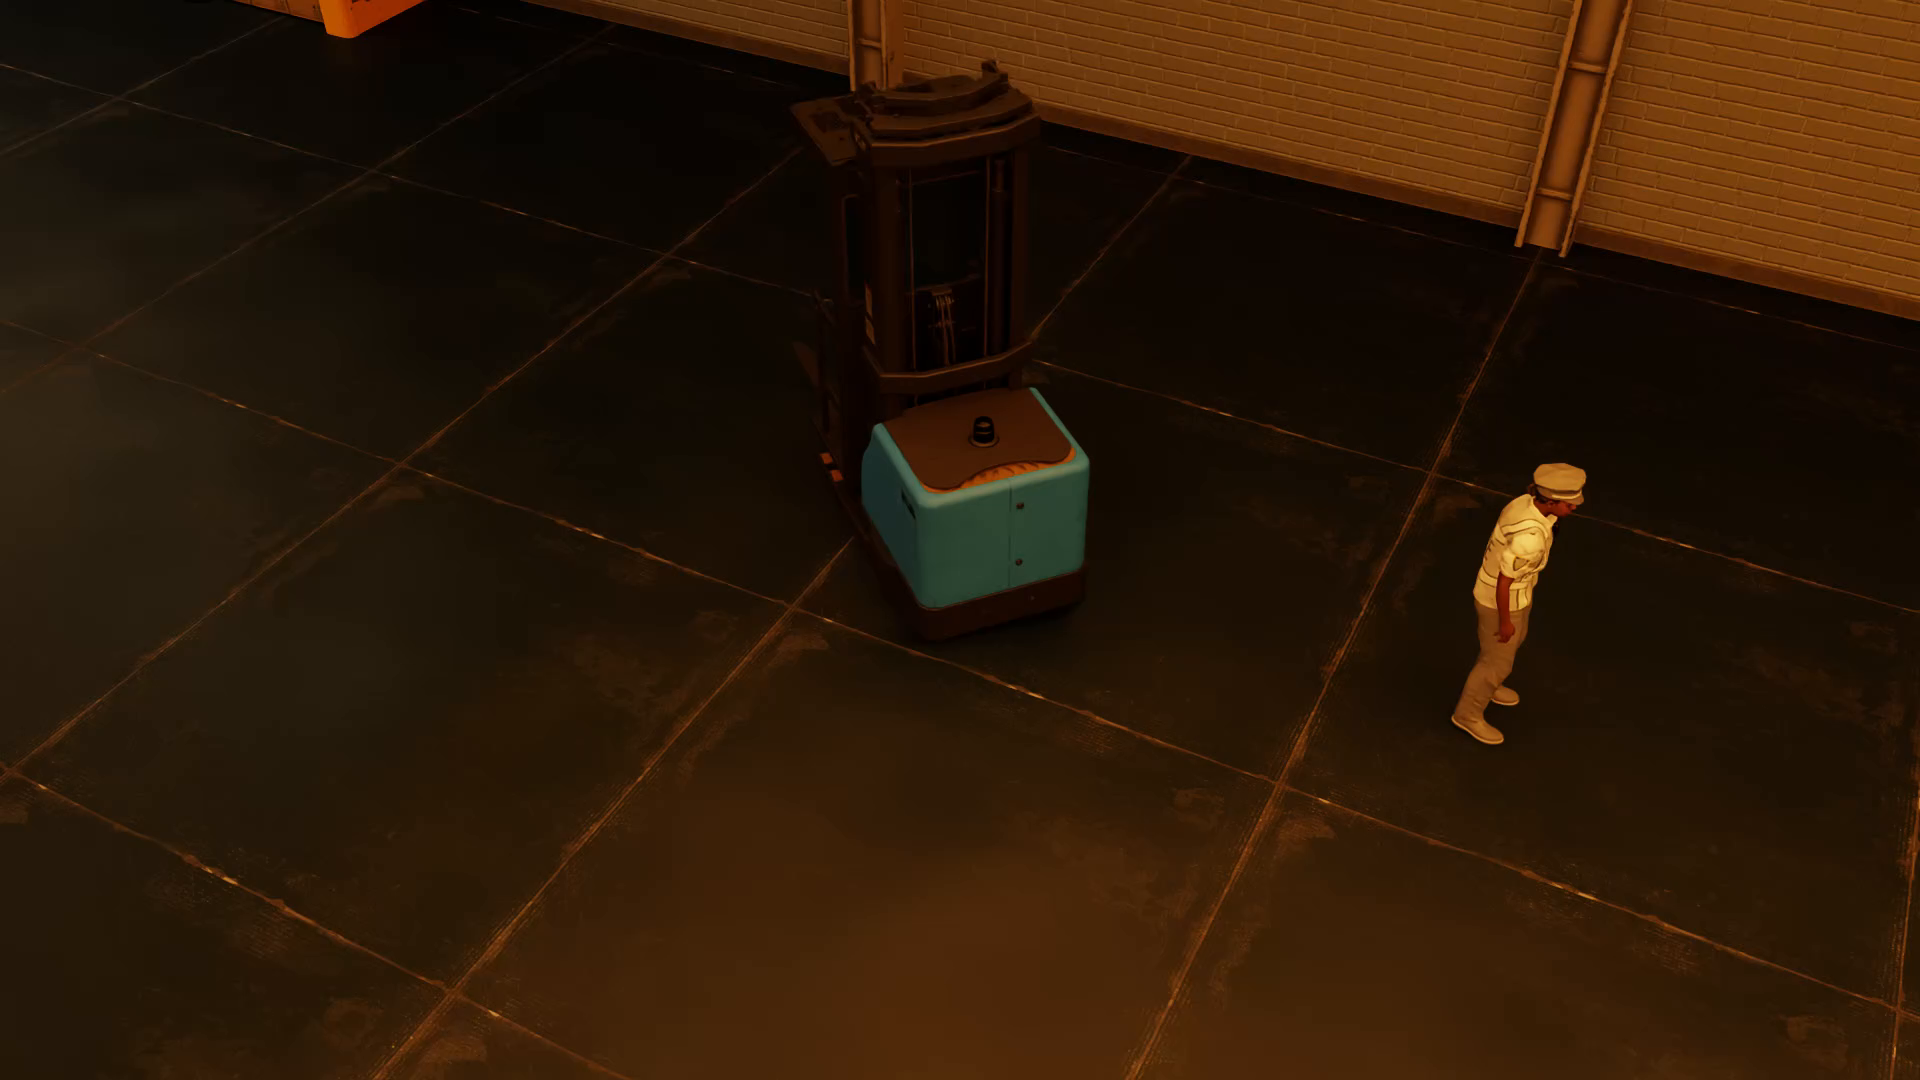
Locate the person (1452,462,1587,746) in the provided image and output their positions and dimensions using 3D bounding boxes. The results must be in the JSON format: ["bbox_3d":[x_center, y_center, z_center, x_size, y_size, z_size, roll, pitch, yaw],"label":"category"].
[{"bbox_3d":[2.862,0.300,8.622,0.397,1.656,0.517,17,43,19],"label":"person"}]

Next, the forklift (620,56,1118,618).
[{"bbox_3d":[-0.633,-1.283,9.510,3.031,2.935,1.130,15,42,17],"label":"forklift"}]
